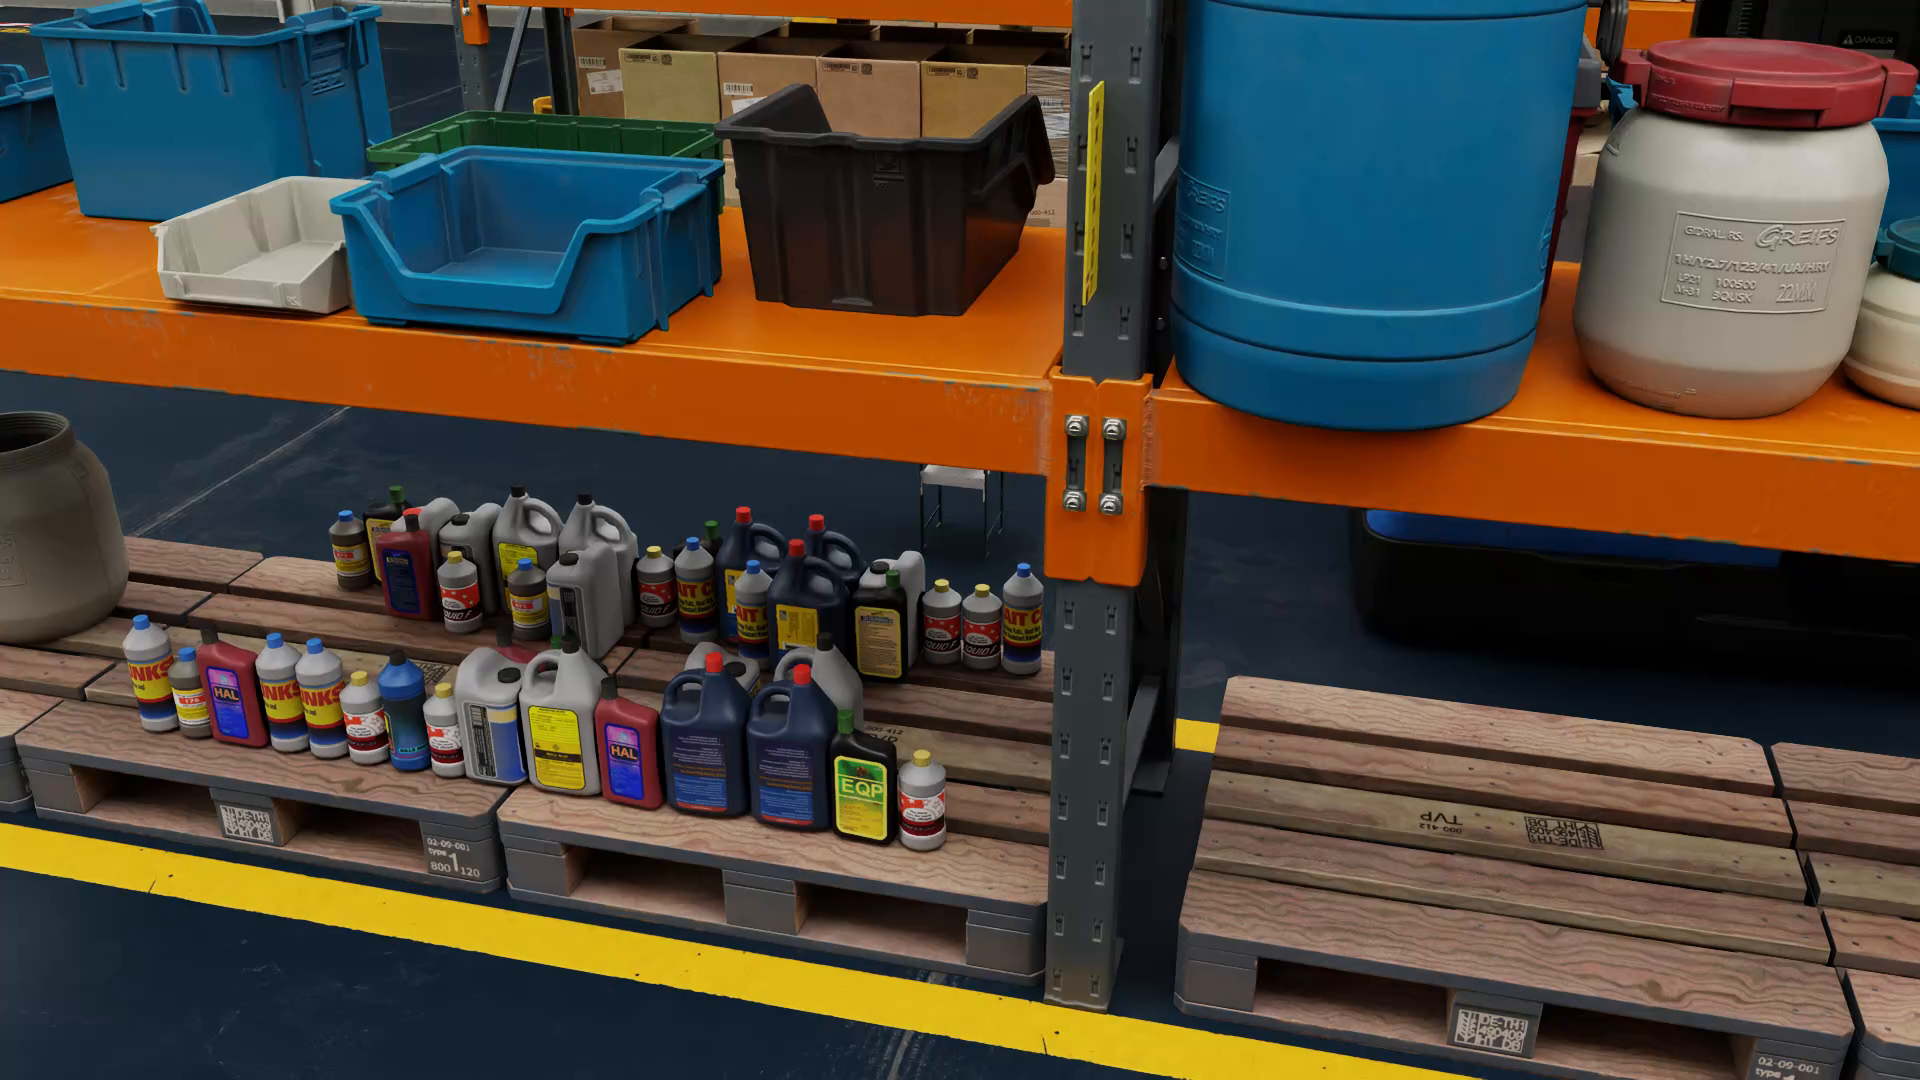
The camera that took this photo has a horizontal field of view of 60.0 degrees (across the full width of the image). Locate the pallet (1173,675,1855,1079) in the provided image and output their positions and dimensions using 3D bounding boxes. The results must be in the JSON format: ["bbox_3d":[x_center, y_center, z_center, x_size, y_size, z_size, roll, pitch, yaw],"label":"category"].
[{"bbox_3d":[1.122,0.695,3.544,1.213,0.211,1.003,6,26,13],"label":"pallet"}]

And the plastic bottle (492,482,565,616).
[{"bbox_3d":[-1.101,0.021,4.287,0.185,0.351,0.144,7,26,15],"label":"plastic bottle"}]

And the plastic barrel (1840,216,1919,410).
[{"bbox_3d":[1.596,-0.364,2.685,0.301,0.262,0.301,0,25,0],"label":"plastic barrel"}]

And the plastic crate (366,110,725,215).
[{"bbox_3d":[-0.892,-0.799,3.685,0.662,0.188,0.450,6,26,13],"label":"plastic crate"}]

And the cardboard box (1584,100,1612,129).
[{"bbox_3d":[3.041,-1.863,7.732,0.500,0.311,0.500,6,26,13],"label":"cardboard box"}]

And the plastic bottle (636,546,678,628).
[{"bbox_3d":[-0.778,0.114,4.265,0.097,0.201,0.097,0,25,0],"label":"plastic bottle"}]

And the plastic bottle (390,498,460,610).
[{"bbox_3d":[-1.397,0.024,4.368,0.135,0.276,0.152,7,26,13],"label":"plastic bottle"}]

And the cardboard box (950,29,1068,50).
[{"bbox_3d":[0.250,-2.267,8.361,0.500,0.500,0.500,6,26,13],"label":"cardboard box"}]

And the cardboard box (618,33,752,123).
[{"bbox_3d":[-1.336,-2.206,8.231,0.500,0.500,0.500,6,26,13],"label":"cardboard box"}]

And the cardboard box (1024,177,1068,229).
[{"bbox_3d":[0.604,-1.658,7.953,0.500,0.250,0.500,6,26,13],"label":"cardboard box"}]

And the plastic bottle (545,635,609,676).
[{"bbox_3d":[-0.841,0.347,3.681,0.133,0.283,0.061,6,26,13],"label":"plastic bottle"}]

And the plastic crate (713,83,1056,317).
[{"bbox_3d":[-0.123,-0.713,3.330,0.504,0.338,0.767,6,26,13],"label":"plastic crate"}]

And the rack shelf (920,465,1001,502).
[{"bbox_3d":[0.008,-0.213,5.146,0.200,0.077,0.258,6,26,13],"label":"rack shelf"}]

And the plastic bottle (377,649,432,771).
[{"bbox_3d":[-1.219,0.366,3.654,0.097,0.271,0.097,0,25,0],"label":"plastic bottle"}]

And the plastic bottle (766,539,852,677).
[{"bbox_3d":[-0.362,0.166,3.981,0.185,0.351,0.144,6,26,13],"label":"plastic bottle"}]

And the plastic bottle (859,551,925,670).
[{"bbox_3d":[-0.167,0.160,4.082,0.135,0.276,0.152,7,26,15],"label":"plastic bottle"}]

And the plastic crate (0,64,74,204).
[{"bbox_3d":[-2.335,-0.992,4.017,0.408,0.251,0.499,6,26,13],"label":"plastic crate"}]

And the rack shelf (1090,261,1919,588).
[{"bbox_3d":[2.289,-0.093,2.792,4.000,0.370,1.077,6,26,13],"label":"rack shelf"}]

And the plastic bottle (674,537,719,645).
[{"bbox_3d":[-0.661,0.122,4.167,0.097,0.271,0.097,0,25,0],"label":"plastic bottle"}]

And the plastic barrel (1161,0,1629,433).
[{"bbox_3d":[0.651,-0.691,2.628,0.708,0.901,0.600,6,26,13],"label":"plastic barrel"}]

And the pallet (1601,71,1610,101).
[{"bbox_3d":[4.759,-3.285,11.904,1.213,0.211,1.003,6,26,13],"label":"pallet"}]

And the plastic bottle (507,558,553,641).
[{"bbox_3d":[-1.089,0.143,4.203,0.097,0.201,0.097,0,25,0],"label":"plastic bottle"}]

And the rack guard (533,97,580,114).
[{"bbox_3d":[-2.308,-1.996,8.860,0.348,0.500,1.175,6,26,13],"label":"rack guard"}]

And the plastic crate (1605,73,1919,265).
[{"bbox_3d":[1.498,-0.636,3.115,0.575,0.384,0.392,6,26,13],"label":"plastic crate"}]

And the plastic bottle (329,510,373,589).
[{"bbox_3d":[-1.634,0.019,4.464,0.097,0.201,0.097,0,25,0],"label":"plastic bottle"}]

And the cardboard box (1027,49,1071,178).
[{"bbox_3d":[0.604,-1.997,7.794,0.500,0.500,0.500,6,26,13],"label":"cardboard box"}]

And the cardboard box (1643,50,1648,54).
[{"bbox_3d":[5.025,-3.598,11.715,0.500,0.500,0.700,6,26,13],"label":"cardboard box"}]

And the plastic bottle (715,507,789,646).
[{"bbox_3d":[-0.509,0.086,4.149,0.185,0.351,0.144,5,26,11],"label":"plastic bottle"}]

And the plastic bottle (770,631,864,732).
[{"bbox_3d":[-0.308,0.357,3.581,0.185,0.351,0.144,6,26,13],"label":"plastic bottle"}]

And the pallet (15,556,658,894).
[{"bbox_3d":[-1.473,0.408,4.147,1.213,0.211,1.003,6,26,13],"label":"pallet"}]

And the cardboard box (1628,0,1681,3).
[{"bbox_3d":[2.839,-2.593,7.091,0.500,0.500,0.500,8,27,17],"label":"cardboard box"}]

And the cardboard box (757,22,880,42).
[{"bbox_3d":[-0.719,-2.374,8.585,0.500,0.500,0.500,6,26,13],"label":"cardboard box"}]

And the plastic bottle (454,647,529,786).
[{"bbox_3d":[-0.999,0.376,3.627,0.135,0.276,0.152,7,26,14],"label":"plastic bottle"}]

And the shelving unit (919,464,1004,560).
[{"bbox_3d":[0.008,-0.405,5.055,0.210,0.900,0.258,6,26,13],"label":"shelving unit"}]

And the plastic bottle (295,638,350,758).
[{"bbox_3d":[-1.415,0.344,3.699,0.097,0.271,0.097,0,25,0],"label":"plastic bottle"}]

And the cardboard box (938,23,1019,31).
[{"bbox_3d":[0.145,-3.997,12.771,0.500,0.311,0.500,9,27,17],"label":"cardboard box"}]

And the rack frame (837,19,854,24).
[{"bbox_3d":[-1.055,-5.184,12.650,0.127,3.000,1.000,6,26,13],"label":"rack frame"}]

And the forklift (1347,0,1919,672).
[{"bbox_3d":[2.685,-1.149,4.253,3.031,2.935,1.130,4,26,9],"label":"forklift"}]

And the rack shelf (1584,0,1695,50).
[{"bbox_3d":[3.526,-2.155,7.123,4.000,0.370,1.077,6,26,13],"label":"rack shelf"}]

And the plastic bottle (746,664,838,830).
[{"bbox_3d":[-0.343,0.417,3.455,0.185,0.351,0.144,6,26,12],"label":"plastic bottle"}]

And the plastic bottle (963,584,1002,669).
[{"bbox_3d":[0.054,0.206,4.072,0.097,0.201,0.097,0,25,0],"label":"plastic bottle"}]

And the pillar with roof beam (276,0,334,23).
[{"bbox_3d":[-7.044,-7.028,9.544,0.400,9.000,9.100,6,26,13],"label":"pillar with roof beam"}]

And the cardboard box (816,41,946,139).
[{"bbox_3d":[-0.369,-2.097,8.002,0.500,0.500,0.500,6,26,13],"label":"cardboard box"}]

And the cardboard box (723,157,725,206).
[{"bbox_3d":[-1.336,-1.868,8.394,0.500,0.250,0.500,6,26,13],"label":"cardboard box"}]

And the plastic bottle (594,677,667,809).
[{"bbox_3d":[-0.698,0.426,3.513,0.133,0.283,0.061,8,27,16],"label":"plastic bottle"}]

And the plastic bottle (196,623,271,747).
[{"bbox_3d":[-1.629,0.323,3.729,0.133,0.283,0.061,7,26,14],"label":"plastic bottle"}]

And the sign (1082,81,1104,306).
[{"bbox_3d":[0.204,-0.529,2.549,0.005,0.325,0.100,6,26,13],"label":"sign"}]

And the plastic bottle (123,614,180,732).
[{"bbox_3d":[-1.844,0.297,3.799,0.097,0.271,0.097,0,25,0],"label":"plastic bottle"}]

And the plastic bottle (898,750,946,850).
[{"bbox_3d":[-0.077,0.524,3.404,0.097,0.201,0.097,0,25,0],"label":"plastic bottle"}]

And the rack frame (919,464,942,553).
[{"bbox_3d":[-0.091,-0.416,5.078,0.006,0.900,0.240,6,26,13],"label":"rack frame"}]
